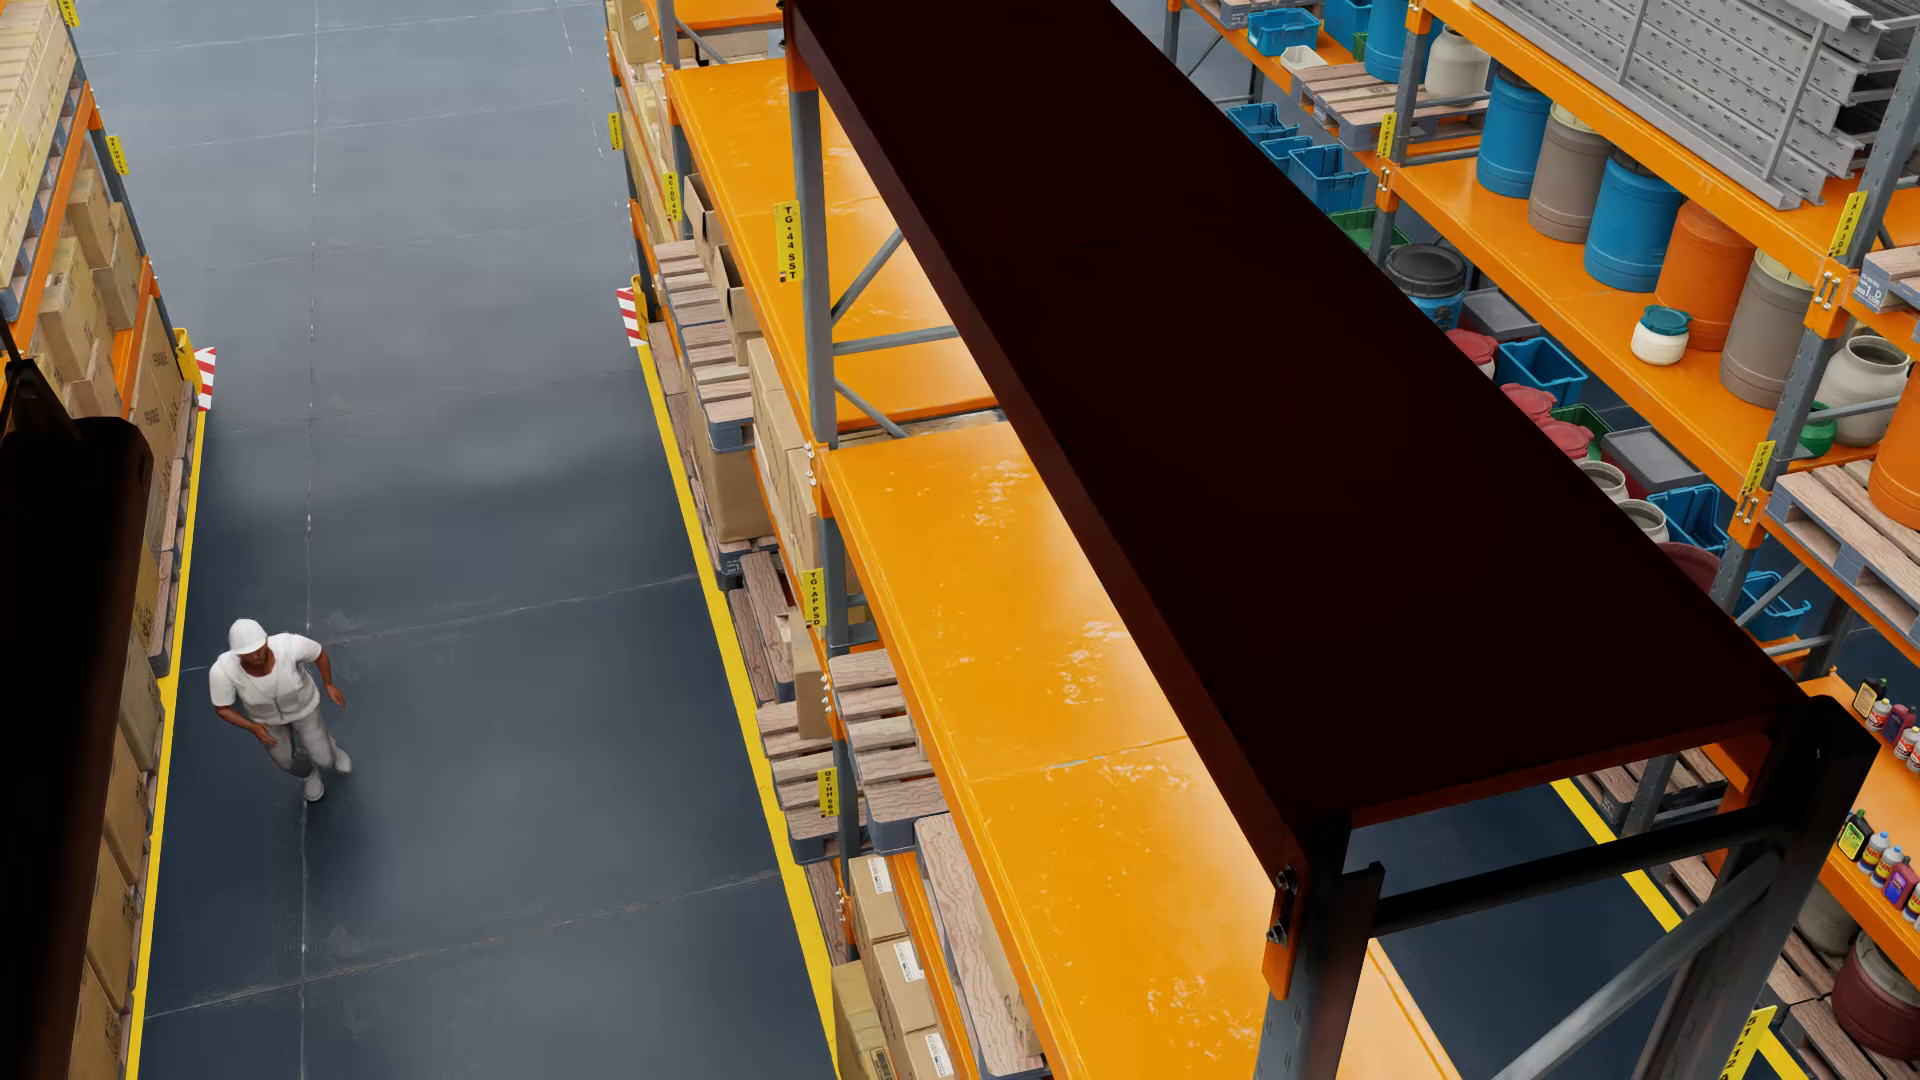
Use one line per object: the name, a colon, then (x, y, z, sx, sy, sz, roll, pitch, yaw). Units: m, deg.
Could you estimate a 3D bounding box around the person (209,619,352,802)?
person: (-4.130, 1.056, 10.167, 0.680, 1.663, 0.773, -9, 39, -11)
